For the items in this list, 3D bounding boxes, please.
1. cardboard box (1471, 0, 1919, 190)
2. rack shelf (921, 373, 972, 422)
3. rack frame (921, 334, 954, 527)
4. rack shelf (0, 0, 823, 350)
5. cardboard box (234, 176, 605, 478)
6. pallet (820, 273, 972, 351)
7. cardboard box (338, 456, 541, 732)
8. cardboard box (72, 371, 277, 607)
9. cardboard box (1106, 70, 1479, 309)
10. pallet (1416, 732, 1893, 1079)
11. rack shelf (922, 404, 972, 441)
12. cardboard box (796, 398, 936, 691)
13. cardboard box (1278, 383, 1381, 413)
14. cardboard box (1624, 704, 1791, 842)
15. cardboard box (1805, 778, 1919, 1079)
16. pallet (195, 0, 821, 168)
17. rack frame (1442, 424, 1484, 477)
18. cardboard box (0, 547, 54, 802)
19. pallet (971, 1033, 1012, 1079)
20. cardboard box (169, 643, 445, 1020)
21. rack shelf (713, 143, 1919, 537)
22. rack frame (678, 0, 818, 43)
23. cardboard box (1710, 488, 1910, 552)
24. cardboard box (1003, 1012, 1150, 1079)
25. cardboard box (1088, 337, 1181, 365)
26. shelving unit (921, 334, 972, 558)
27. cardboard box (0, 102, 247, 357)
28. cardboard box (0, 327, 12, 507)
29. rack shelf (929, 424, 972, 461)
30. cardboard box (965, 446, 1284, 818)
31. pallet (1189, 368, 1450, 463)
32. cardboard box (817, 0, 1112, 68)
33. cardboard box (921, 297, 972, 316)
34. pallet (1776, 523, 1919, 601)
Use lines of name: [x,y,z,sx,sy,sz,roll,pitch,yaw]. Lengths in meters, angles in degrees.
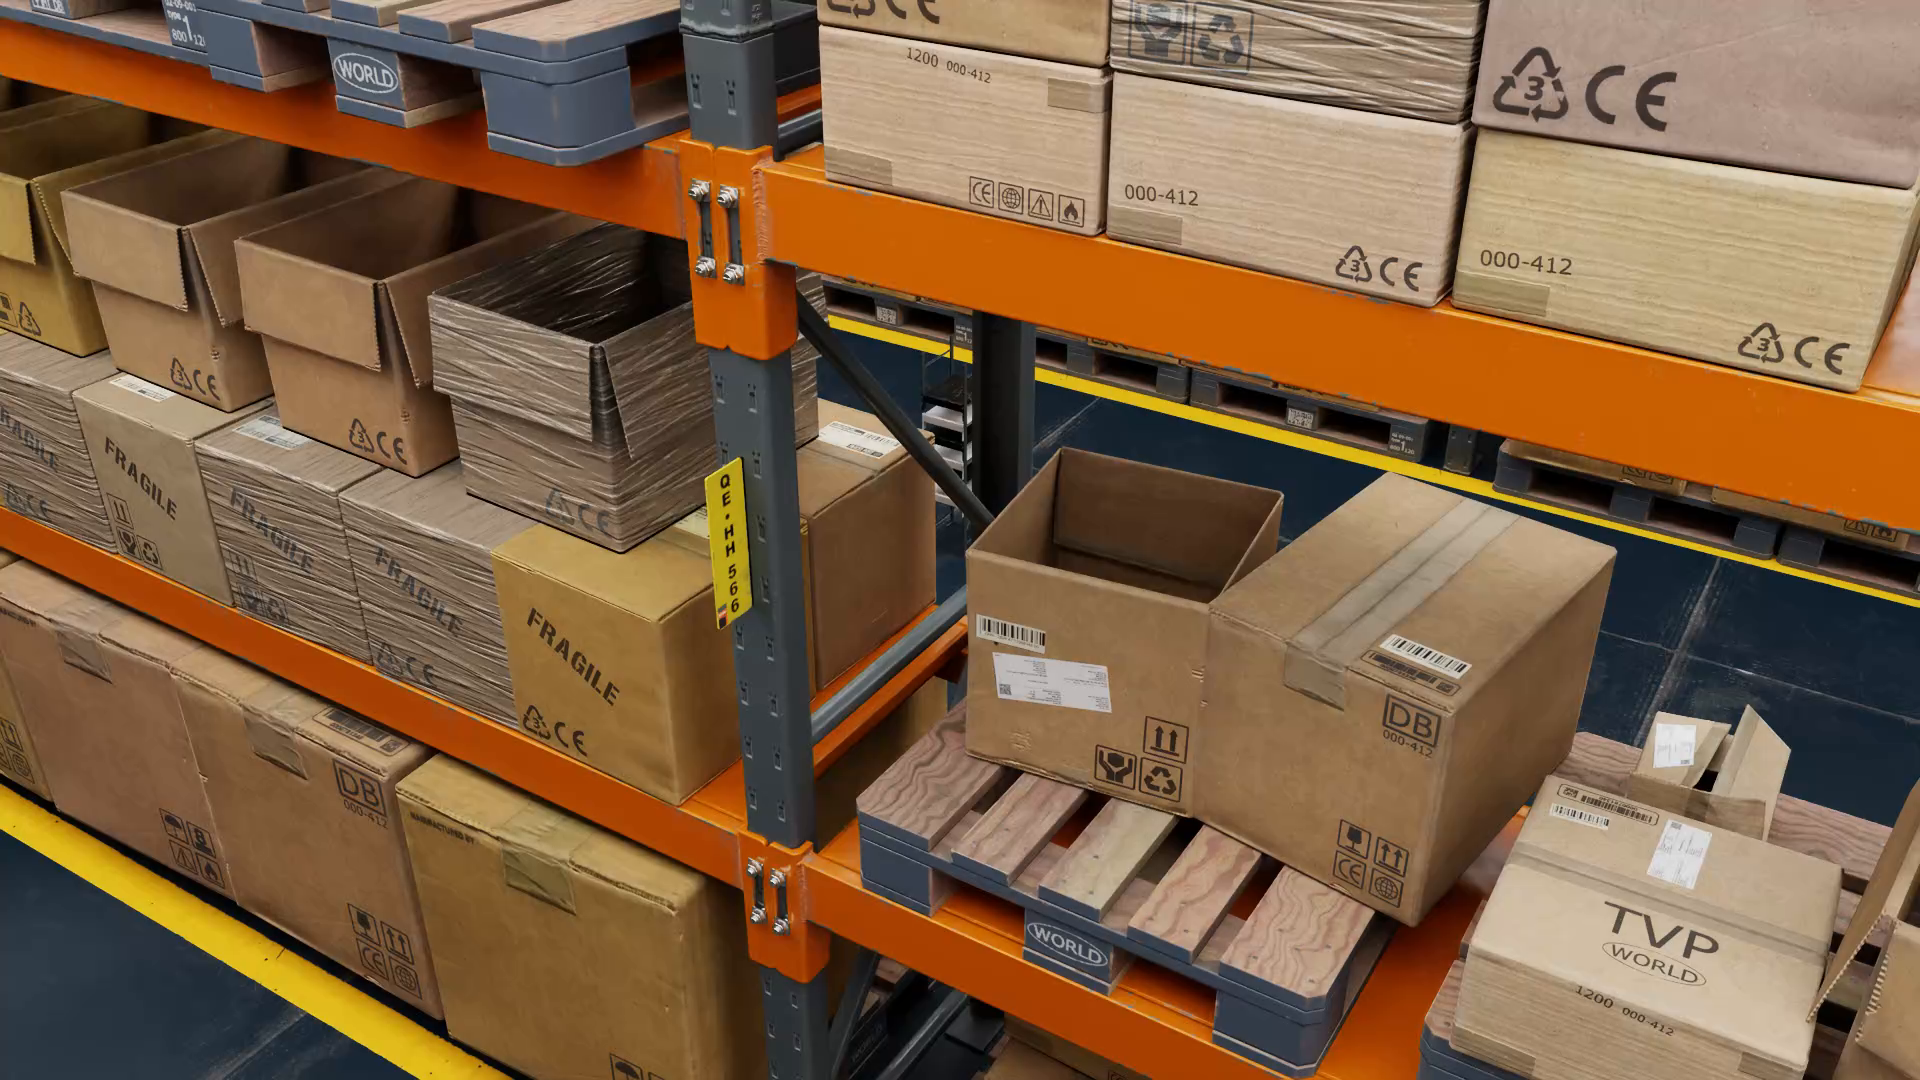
cardboard box: [0.980,-0.778,2.035,0.500,0.500,0.500,16,34,26]
rack shelf: [-0.007,-0.595,6.908,0.200,0.077,0.258,18,35,27]
rack frame: [-0.093,-0.418,7.074,0.006,0.900,0.240,18,35,27]
rack shelf: [-1.833,-1.249,4.151,4.000,0.370,1.077,18,35,27]
cardboard box: [-1.300,-0.583,4.178,0.637,0.503,0.797,18,35,28]
pallet: [-0.144,-1.477,9.573,1.213,0.211,1.003,18,35,27]
cardboard box: [-1.108,0.066,4.061,0.500,0.500,0.500,17,34,27]
cardboard box: [-1.980,-0.208,4.531,0.500,0.500,0.500,18,35,28]
cardboard box: [0.558,-0.587,2.451,0.500,0.250,0.500,18,35,29]
pallet: [1.560,0.868,2.977,1.213,0.211,1.003,18,35,27]
rack shelf: [-0.007,-0.518,6.953,0.200,0.077,0.258,18,35,27]
cardboard box: [-0.406,-0.018,4.204,0.500,0.500,0.500,19,35,29]
cardboard box: [1.887,-0.984,8.025,0.500,0.500,0.500,17,34,27]
cardboard box: [1.417,0.480,3.167,0.258,0.266,0.396,17,34,26]
cardboard box: [1.732,0.692,2.567,0.637,0.503,0.797,22,37,32]
pallet: [-0.712,-1.092,3.356,1.003,0.211,1.213,19,35,30]
rack frame: [2.584,-1.818,7.390,0.127,3.000,1.000,18,35,27]
cardboard box: [-2.974,0.100,5.794,0.875,0.875,1.225,18,35,27]
pallet: [0.522,1.686,4.150,1.213,0.211,1.003,18,35,27]
cardboard box: [-1.463,0.572,4.984,0.875,0.875,1.225,18,35,27]
rack shelf: [1.555,-0.177,2.314,4.000,0.370,1.077,18,35,27]
rack frame: [-0.139,-2.319,2.296,0.127,3.000,1.000,18,35,27]
cardboard box: [3.794,-0.593,7.106,0.750,0.750,1.050,18,35,28]
cardboard box: [0.445,1.004,3.852,0.500,0.250,0.500,19,35,29]
cardboard box: [0.993,-1.260,8.497,0.500,0.500,0.500,16,34,25]
shelving unit: [-0.007,-0.391,7.027,0.210,0.900,0.258,18,35,27]
cardboard box: [-2.406,-0.920,4.755,0.637,0.503,0.797,18,35,28]
cardboard box: [-2.844,-0.479,4.995,0.500,0.500,0.500,18,35,27]
rack shelf: [-0.007,-0.440,6.998,0.200,0.077,0.258,18,35,27]
cardboard box: [0.340,0.175,3.458,0.500,0.500,0.500,13,33,21]
pallet: [1.923,-0.824,8.452,1.213,0.211,1.003,18,35,27]
cardboard box: [0.123,-1.047,2.496,0.500,0.500,0.500,18,35,28]
cardboard box: [0.130,-1.539,8.975,0.500,0.500,0.500,19,35,29]
pallet: [4.241,-0.043,7.114,1.213,0.211,1.003,18,35,27]
